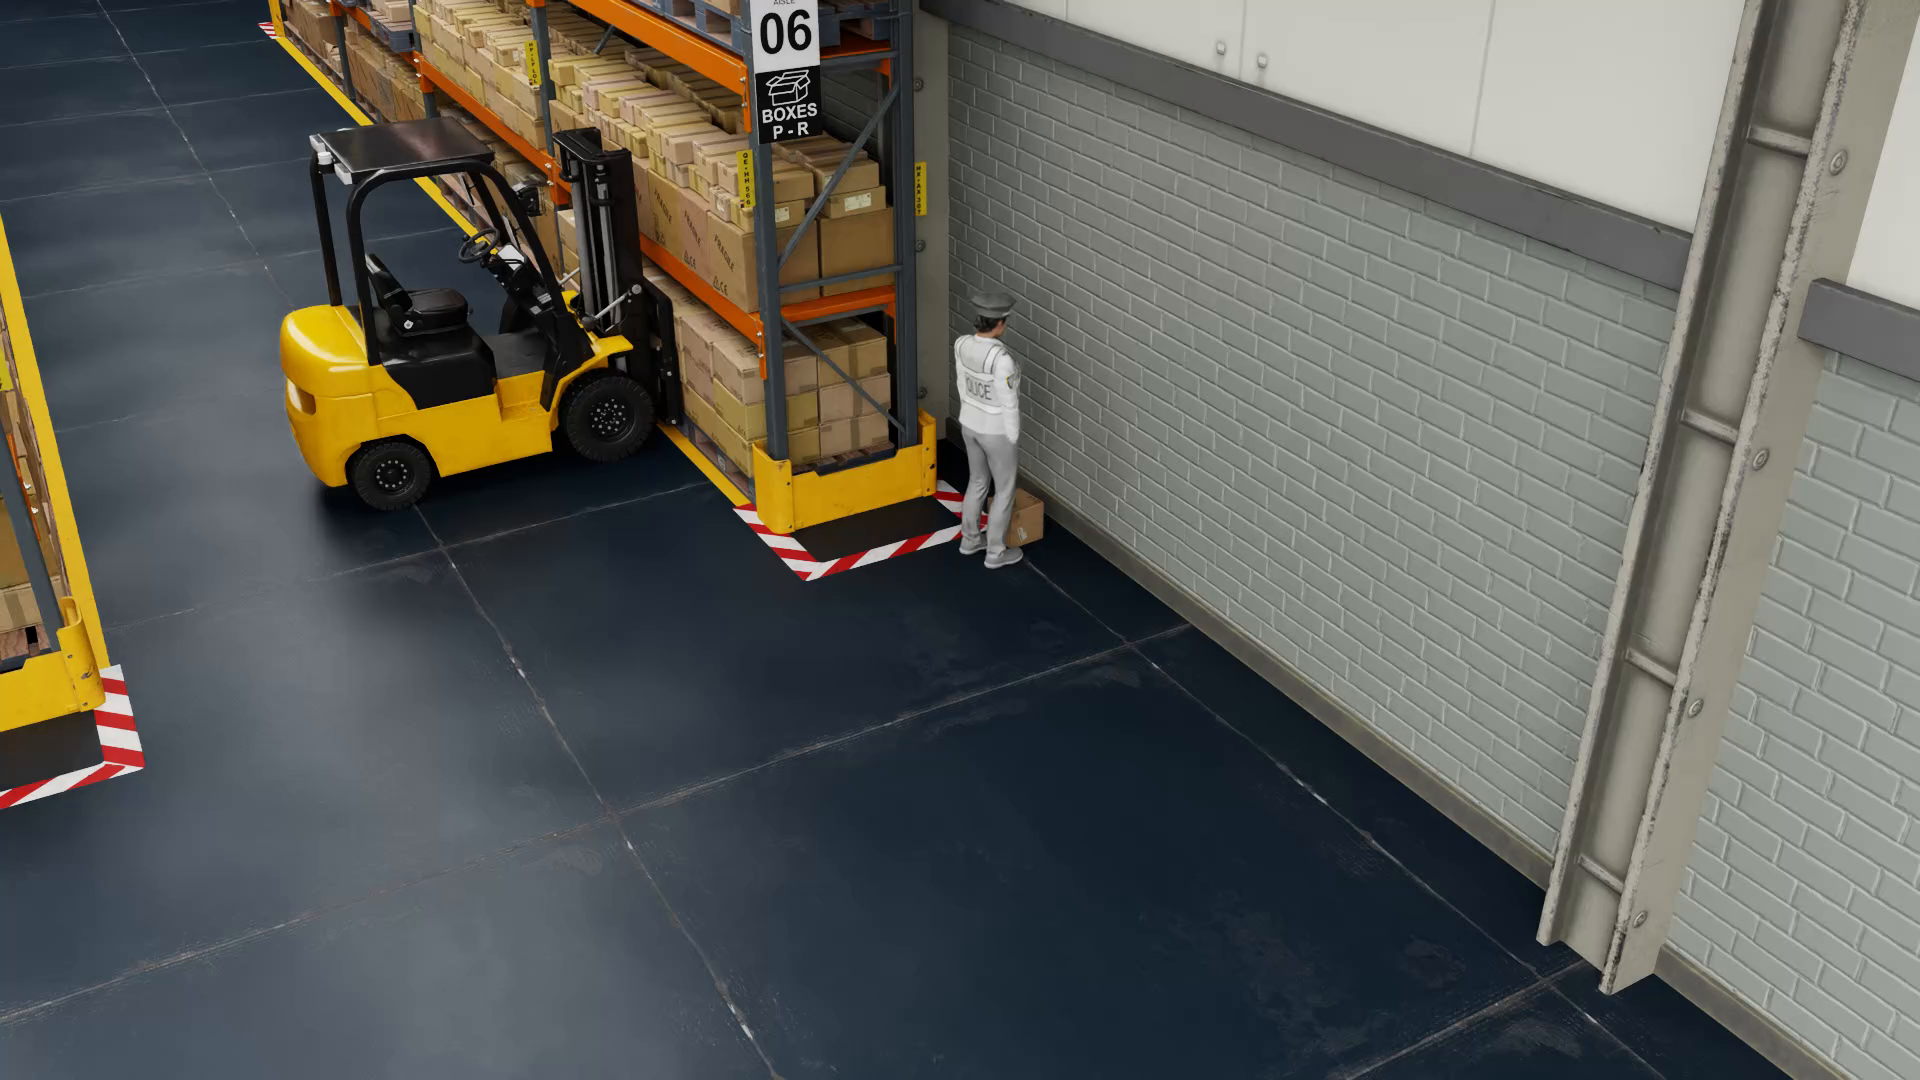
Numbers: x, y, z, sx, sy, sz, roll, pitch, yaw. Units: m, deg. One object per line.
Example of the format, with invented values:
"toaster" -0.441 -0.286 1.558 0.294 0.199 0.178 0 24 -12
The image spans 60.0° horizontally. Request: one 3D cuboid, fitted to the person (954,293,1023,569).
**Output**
"person" 0.168 -0.640 9.712 0.327 1.661 0.472 -23 36 -35
